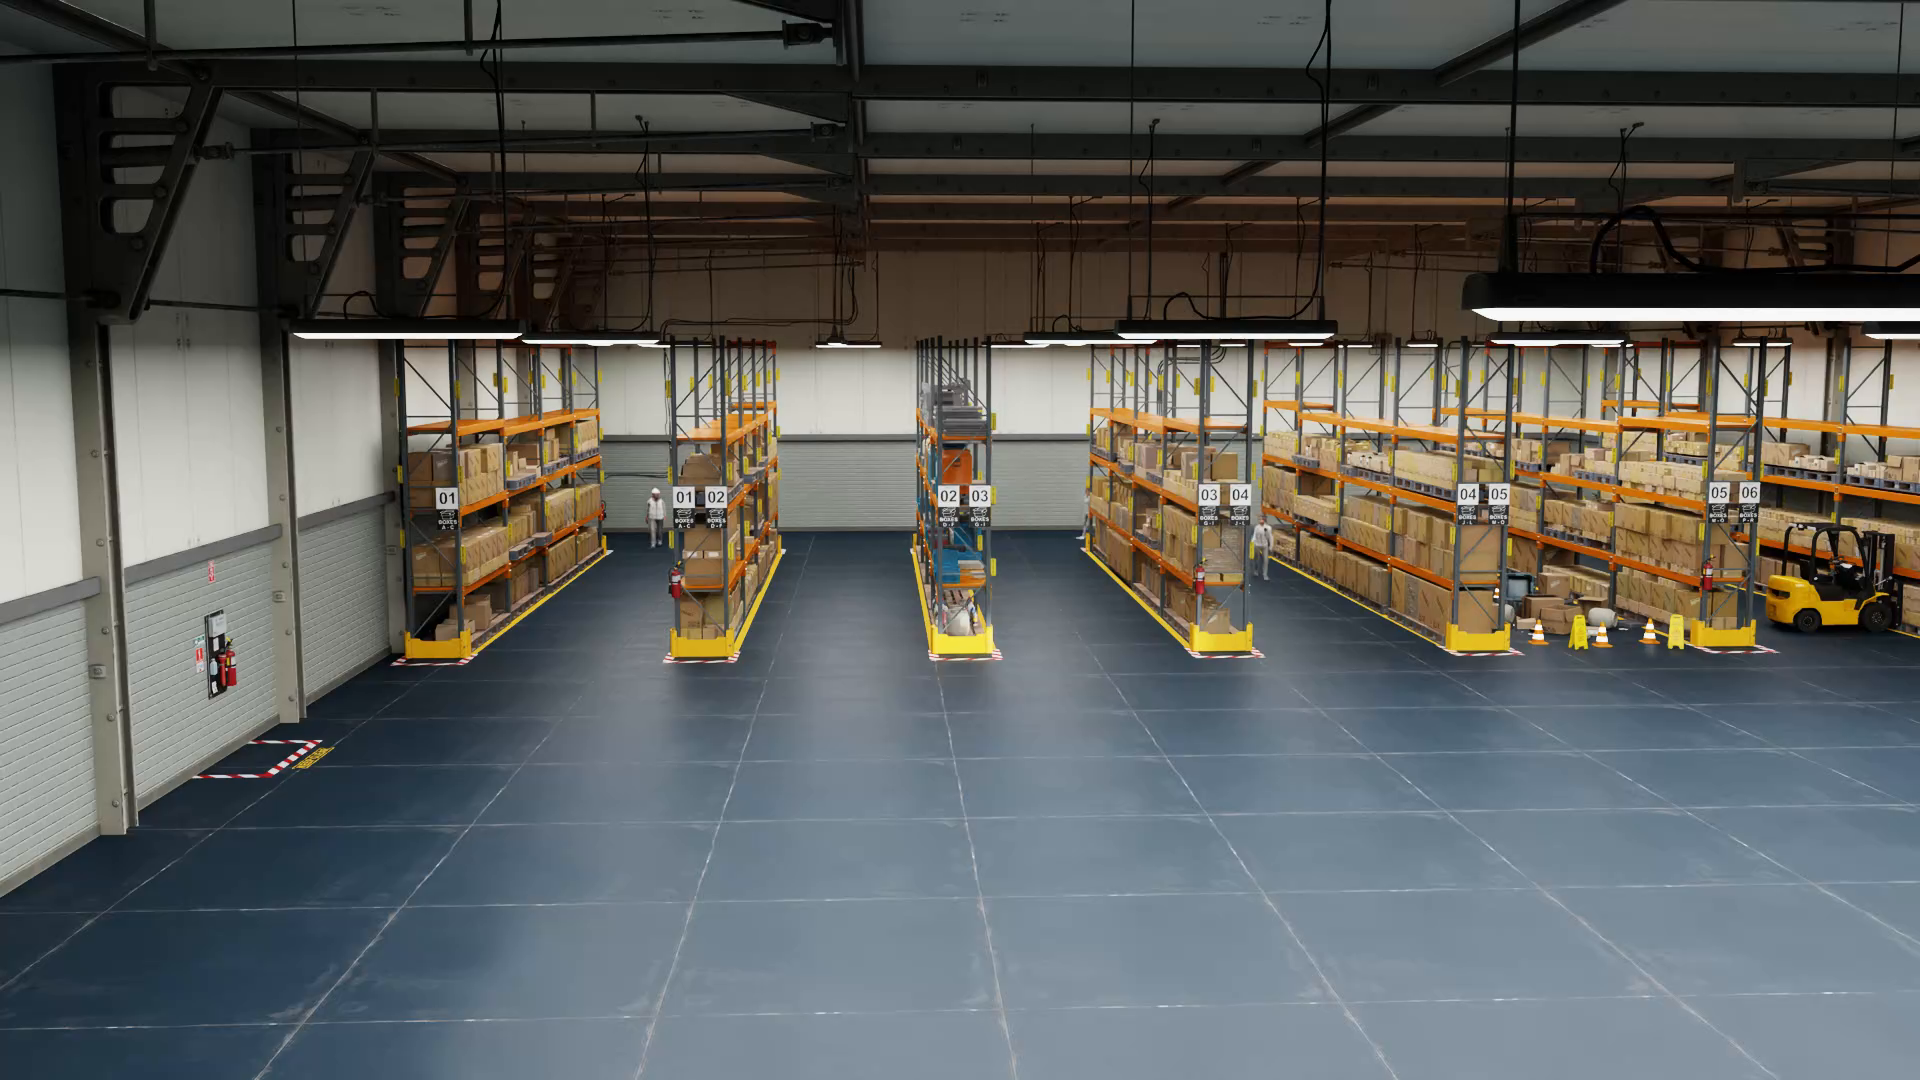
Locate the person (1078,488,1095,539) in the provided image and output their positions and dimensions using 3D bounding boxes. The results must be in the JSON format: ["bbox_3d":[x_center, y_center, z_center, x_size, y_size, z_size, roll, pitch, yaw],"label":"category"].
[{"bbox_3d":[3.943,-0.821,50.670,0.749,1.580,0.445,-4,8,-33],"label":"person"}]

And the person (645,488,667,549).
[{"bbox_3d":[-8.853,-0.639,48.412,0.615,1.726,1.065,-1,7,-10],"label":"person"}]

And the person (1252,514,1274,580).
[{"bbox_3d":[7.590,0.159,41.815,0.581,1.633,0.948,0,6,-1],"label":"person"}]
